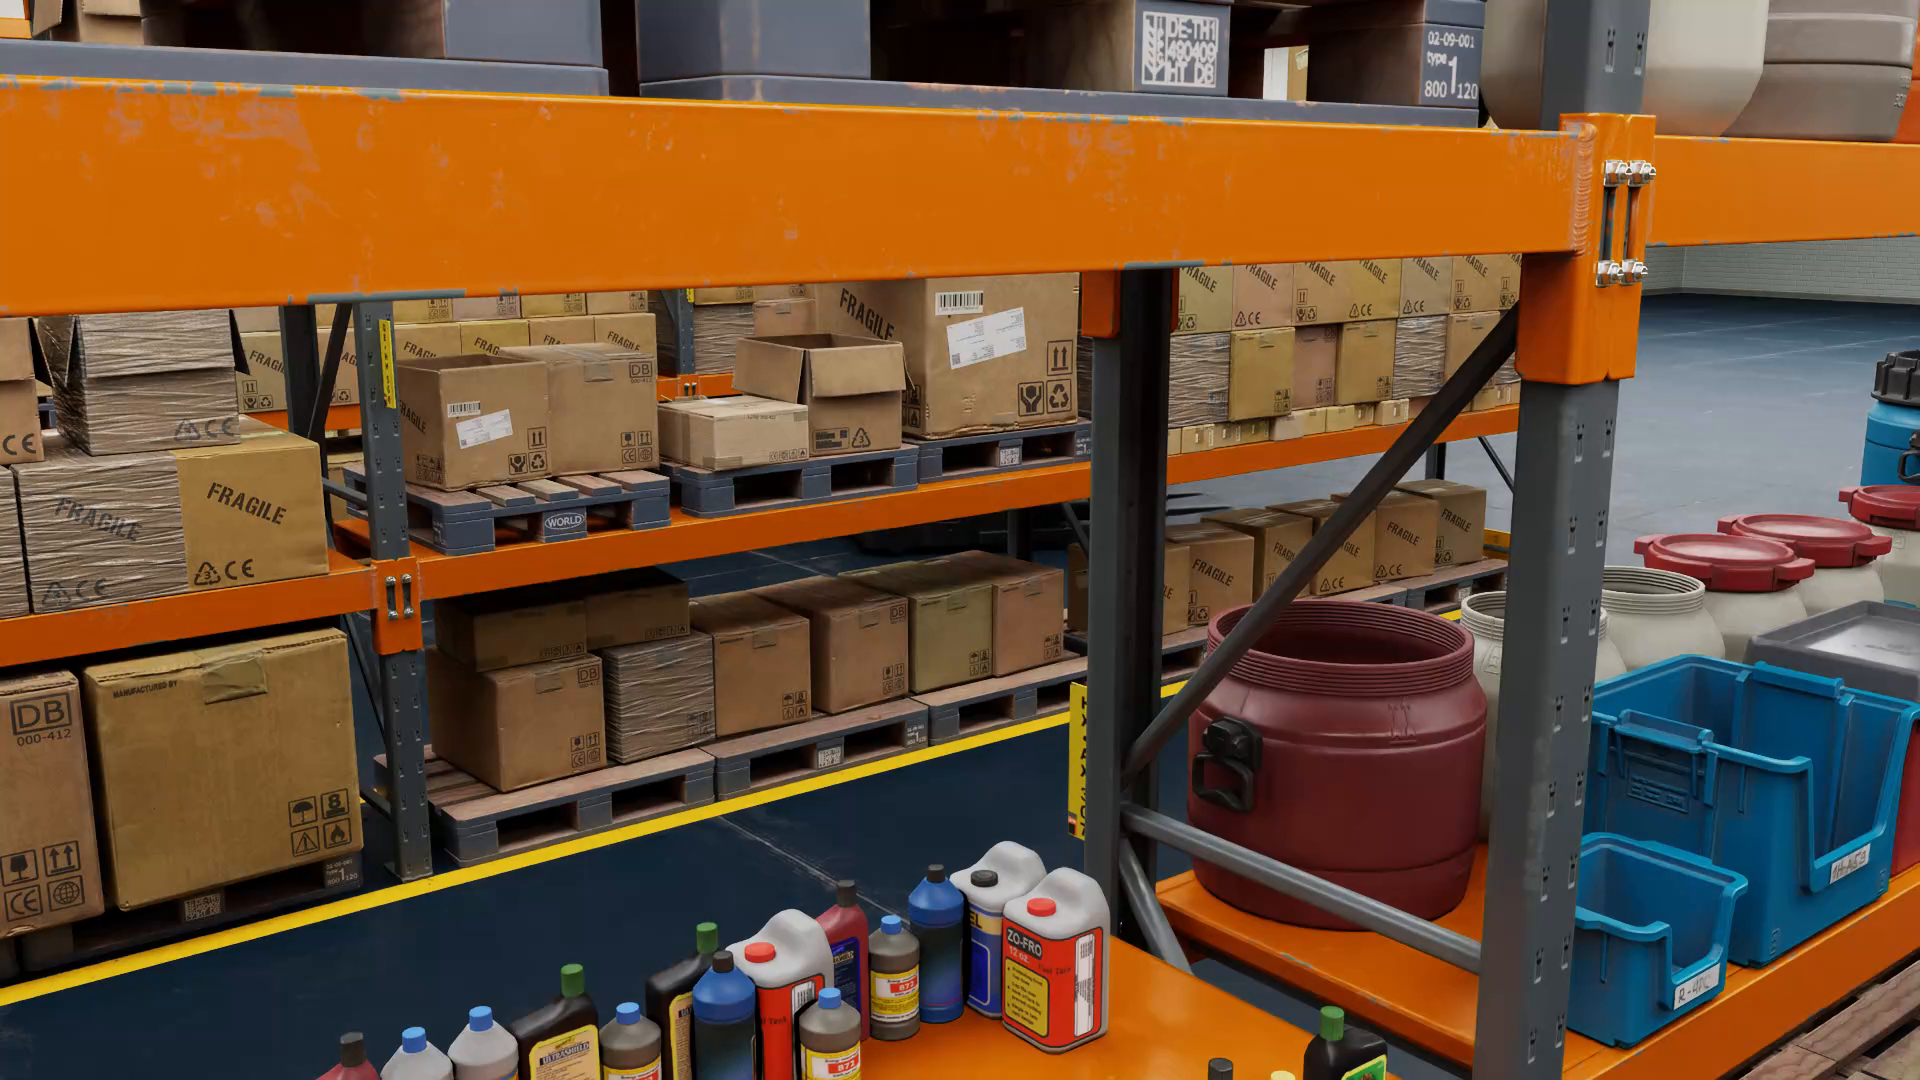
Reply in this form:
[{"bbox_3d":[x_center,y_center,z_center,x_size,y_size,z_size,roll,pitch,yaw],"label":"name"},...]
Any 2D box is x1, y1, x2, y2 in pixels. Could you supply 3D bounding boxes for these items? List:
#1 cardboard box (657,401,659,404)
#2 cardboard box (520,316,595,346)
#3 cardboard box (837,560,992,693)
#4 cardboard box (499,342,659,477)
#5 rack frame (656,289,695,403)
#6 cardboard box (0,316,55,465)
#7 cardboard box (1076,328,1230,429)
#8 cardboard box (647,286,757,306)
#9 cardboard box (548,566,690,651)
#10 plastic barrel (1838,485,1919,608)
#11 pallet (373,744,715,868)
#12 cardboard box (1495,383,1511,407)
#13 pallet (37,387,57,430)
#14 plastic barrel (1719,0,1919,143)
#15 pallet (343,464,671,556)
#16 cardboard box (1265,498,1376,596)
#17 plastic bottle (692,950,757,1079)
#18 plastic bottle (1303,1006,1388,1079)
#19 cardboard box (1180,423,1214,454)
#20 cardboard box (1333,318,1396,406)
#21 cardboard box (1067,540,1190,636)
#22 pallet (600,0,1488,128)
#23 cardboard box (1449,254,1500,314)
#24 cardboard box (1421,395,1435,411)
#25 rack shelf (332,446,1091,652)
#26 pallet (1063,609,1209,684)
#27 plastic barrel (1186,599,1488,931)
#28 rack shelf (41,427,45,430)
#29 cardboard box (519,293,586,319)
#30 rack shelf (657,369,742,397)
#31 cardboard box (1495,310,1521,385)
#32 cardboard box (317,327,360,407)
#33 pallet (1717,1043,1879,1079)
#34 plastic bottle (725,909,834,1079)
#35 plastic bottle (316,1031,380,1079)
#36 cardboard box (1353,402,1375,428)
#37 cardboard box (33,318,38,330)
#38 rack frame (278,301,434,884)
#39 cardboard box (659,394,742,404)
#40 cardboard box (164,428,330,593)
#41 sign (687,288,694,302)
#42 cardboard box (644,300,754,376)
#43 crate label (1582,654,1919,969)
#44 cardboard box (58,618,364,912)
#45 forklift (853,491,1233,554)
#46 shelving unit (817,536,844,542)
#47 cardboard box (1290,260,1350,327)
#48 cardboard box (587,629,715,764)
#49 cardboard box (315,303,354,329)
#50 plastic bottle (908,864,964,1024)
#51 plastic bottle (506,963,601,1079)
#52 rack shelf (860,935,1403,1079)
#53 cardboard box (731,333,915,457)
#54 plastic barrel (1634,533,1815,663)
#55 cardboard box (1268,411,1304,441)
[{"bbox_3d":[-3.305,-1.471,18.444,0.500,0.250,0.500,-9,15,-37],"label":"cardboard box"},{"bbox_3d":[-3.020,-1.389,12.206,0.500,0.500,0.500,-10,15,-38],"label":"cardboard box"},{"bbox_3d":[-0.242,0.444,8.776,0.500,0.500,0.700,-10,15,-38],"label":"cardboard box"},{"bbox_3d":[-1.718,-0.599,7.478,0.500,0.500,0.700,-7,14,-29],"label":"cardboard box"},{"bbox_3d":[-2.385,-1.516,13.049,0.127,3.000,1.000,-9,15,-38],"label":"rack frame"},{"bbox_3d":[-3.580,-0.543,5.809,0.637,0.503,0.797,-9,15,-36],"label":"cardboard box"},{"bbox_3d":[1.025,-0.942,9.385,0.500,0.500,0.875,-9,15,-38],"label":"cardboard box"},{"bbox_3d":[-2.075,-2.160,13.120,0.550,0.550,0.875,-9,15,-38],"label":"cardboard box"},{"bbox_3d":[-1.576,0.299,7.654,0.500,0.250,0.500,-7,14,-31],"label":"cardboard box"},{"bbox_3d":[2.845,0.127,4.984,0.433,0.535,0.433,0,12,0],"label":"plastic barrel"},{"bbox_3d":[-1.877,1.083,7.520,1.213,0.211,1.003,-9,15,-38],"label":"pallet"},{"bbox_3d":[3.469,-0.992,11.185,0.250,0.149,0.380,-9,15,-38],"label":"cardboard box"},{"bbox_3d":[-5.998,-0.794,10.107,1.003,0.211,1.213,-9,15,-38],"label":"pallet"},{"bbox_3d":[1.383,-1.160,2.943,0.600,0.901,0.600,0,12,0],"label":"plastic barrel"},{"bbox_3d":[-1.999,-0.196,7.291,1.003,0.211,1.213,-9,15,-38],"label":"pallet"},{"bbox_3d":[2.314,0.039,10.730,0.500,0.500,0.500,-8,14,-32],"label":"cardboard box"},{"bbox_3d":[-0.365,0.771,2.587,0.097,0.271,0.097,0,12,0],"label":"plastic bottle"},{"bbox_3d":[0.556,0.802,2.410,0.133,0.283,0.061,-9,15,-38],"label":"plastic bottle"},{"bbox_3d":[1.194,-0.585,9.269,0.250,0.149,0.380,-9,15,-38],"label":"cardboard box"},{"bbox_3d":[2.181,-1.140,10.320,0.500,0.500,0.875,-9,15,-38],"label":"cardboard box"},{"bbox_3d":[0.972,0.273,9.628,0.500,0.500,0.500,-10,16,-39],"label":"cardboard box"},{"bbox_3d":[-0.053,-0.668,2.286,1.213,0.211,1.003,-9,15,-38],"label":"pallet"},{"bbox_3d":[3.096,-1.724,10.663,0.500,0.500,0.500,-9,15,-38],"label":"cardboard box"},{"bbox_3d":[2.880,-0.896,10.730,0.250,0.149,0.380,-9,15,-38],"label":"cardboard box"},{"bbox_3d":[-0.927,-0.087,8.051,4.000,0.370,1.077,-9,15,-38],"label":"rack shelf"},{"bbox_3d":[1.137,0.572,9.925,1.213,0.211,1.003,-9,15,-38],"label":"pallet"},{"bbox_3d":[0.779,0.448,3.472,0.708,0.536,0.600,-9,15,-38],"label":"plastic barrel"},{"bbox_3d":[-7.070,-0.386,9.457,4.000,0.370,1.077,-9,15,-38],"label":"rack shelf"},{"bbox_3d":[-3.169,-1.922,12.311,0.500,0.500,0.700,-10,15,-39],"label":"cardboard box"},{"bbox_3d":[-0.823,-1.424,14.346,4.000,0.370,1.077,-9,15,-38],"label":"rack shelf"},{"bbox_3d":[3.312,-1.345,11.286,0.500,0.500,0.875,-9,15,-38],"label":"cardboard box"},{"bbox_3d":[-4.200,-1.193,11.283,0.500,0.500,0.500,-9,15,-38],"label":"cardboard box"},{"bbox_3d":[2.187,1.736,4.446,1.213,0.211,1.003,-9,15,-38],"label":"pallet"},{"bbox_3d":[-0.295,0.748,2.683,0.135,0.276,0.152,-9,15,-38],"label":"plastic bottle"},{"bbox_3d":[-0.865,0.827,2.294,0.133,0.283,0.061,-9,15,-38],"label":"plastic bottle"},{"bbox_3d":[2.321,-0.792,10.240,0.250,0.149,0.380,-9,15,-38],"label":"cardboard box"},{"bbox_3d":[-5.604,-1.233,9.875,0.250,0.149,0.380,-10,16,-40],"label":"cardboard box"},{"bbox_3d":[-2.488,-0.180,6.754,0.127,3.000,1.000,-9,15,-38],"label":"rack frame"},{"bbox_3d":[-1.850,-0.753,13.557,0.875,0.875,0.875,-9,15,-37],"label":"cardboard box"},{"bbox_3d":[-2.719,-0.125,6.253,0.500,0.500,0.500,-9,15,-36],"label":"cardboard box"},{"bbox_3d":[-2.038,-1.957,12.528,0.005,0.325,0.100,-9,15,-38],"label":"sign"},{"bbox_3d":[-2.104,-1.640,13.268,0.550,0.550,0.875,-9,15,-38],"label":"cardboard box"},{"bbox_3d":[1.550,0.521,3.368,0.616,0.435,0.502,-9,15,-38],"label":"crate label"},{"bbox_3d":[-3.040,0.740,6.525,0.875,0.875,1.225,-10,16,-40],"label":"cardboard box"},{"bbox_3d":[0.638,-1.472,13.005,3.031,2.935,1.130,-3,12,-14],"label":"forklift"},{"bbox_3d":[-1.024,-0.447,13.067,0.210,0.900,0.258,-1,12,-4],"label":"shelving unit"},{"bbox_3d":[1.925,-1.529,9.746,0.500,0.500,0.500,-9,15,-38],"label":"cardboard box"},{"bbox_3d":[-1.553,0.663,7.741,0.500,0.500,0.700,-11,16,-42],"label":"cardboard box"},{"bbox_3d":[-4.358,-1.725,11.382,0.500,0.500,0.700,-10,15,-39],"label":"cardboard box"},{"bbox_3d":[-0.042,0.701,2.917,0.097,0.271,0.097,0,12,0],"label":"plastic bottle"},{"bbox_3d":[-0.609,0.784,2.495,0.133,0.283,0.061,-9,15,-38],"label":"plastic bottle"},{"bbox_3d":[-0.956,1.235,1.823,4.000,0.370,1.077,-9,15,-38],"label":"rack shelf"},{"bbox_3d":[-0.661,-0.715,8.014,0.637,0.503,0.797,-8,14,-32],"label":"cardboard box"},{"bbox_3d":[1.934,0.278,4.271,0.433,0.535,0.433,0,12,0],"label":"plastic barrel"},{"bbox_3d":[1.782,-0.682,9.724,0.250,0.149,0.380,-9,15,-38],"label":"cardboard box"}]
